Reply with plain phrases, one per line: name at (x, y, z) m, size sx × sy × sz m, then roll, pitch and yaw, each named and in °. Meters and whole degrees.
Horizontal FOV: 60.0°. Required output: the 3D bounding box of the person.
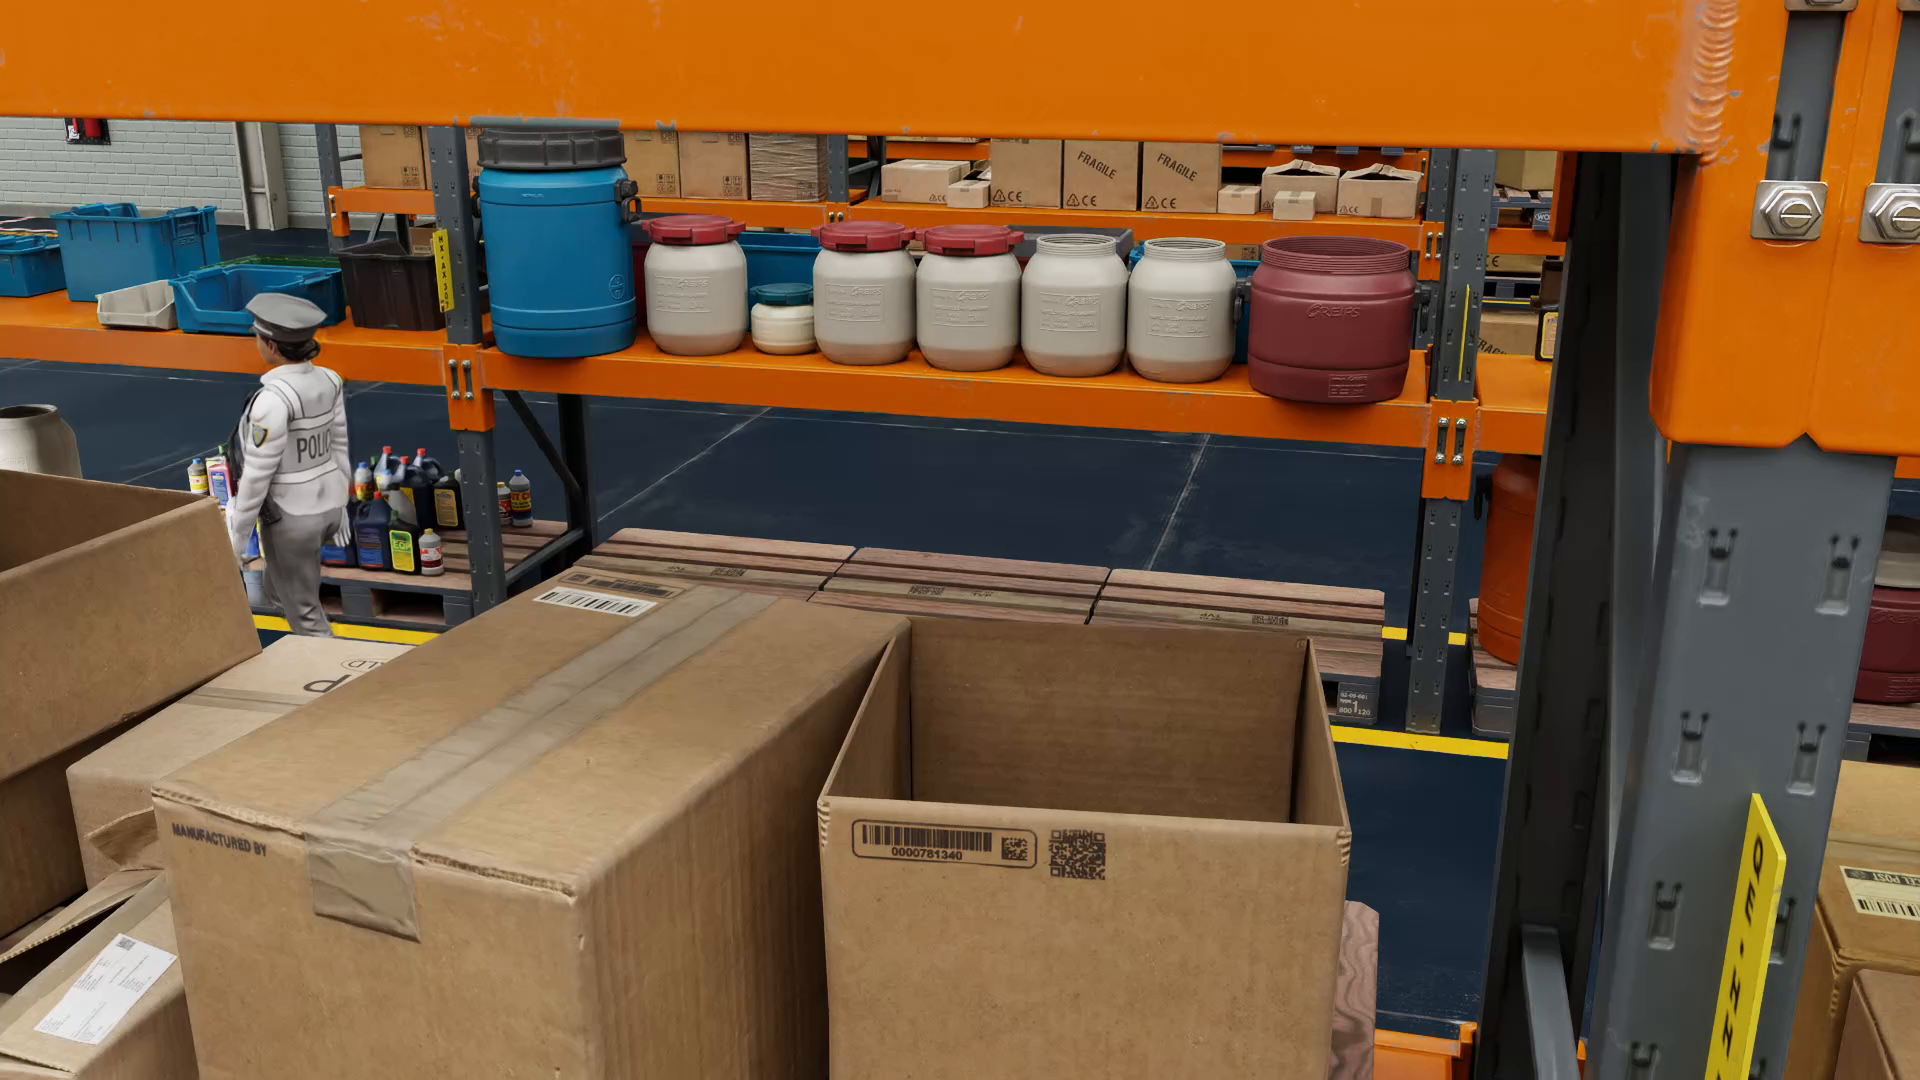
person at (-2.493, -0.076, 6.206) m, size 0.448 × 1.703 × 0.472 m, roll 2°, pitch 19°, yaw 6°
